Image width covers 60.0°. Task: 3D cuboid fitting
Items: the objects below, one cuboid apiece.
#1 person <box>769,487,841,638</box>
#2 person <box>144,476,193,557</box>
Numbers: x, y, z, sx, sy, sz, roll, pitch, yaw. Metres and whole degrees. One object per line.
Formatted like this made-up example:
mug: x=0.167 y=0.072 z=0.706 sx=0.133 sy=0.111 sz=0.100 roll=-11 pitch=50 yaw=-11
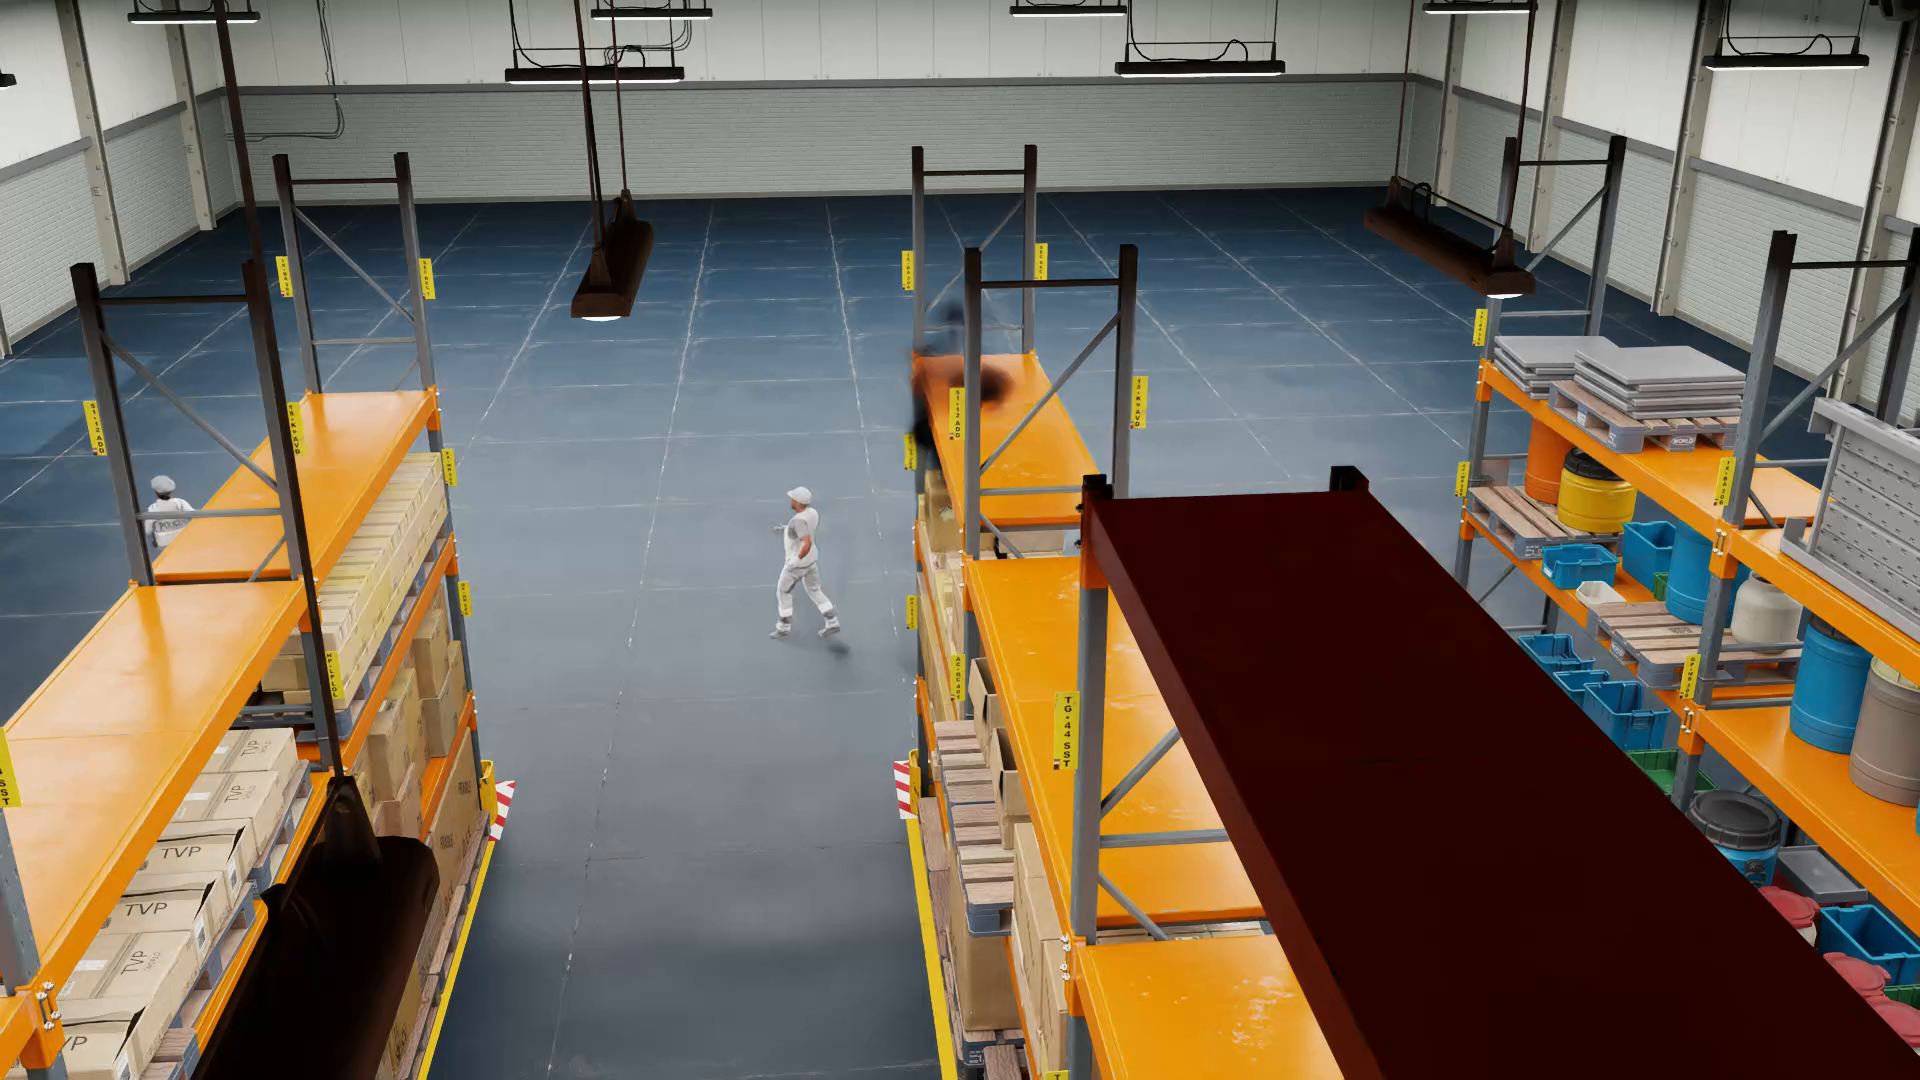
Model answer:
person: x=-1.746 y=0.284 z=18.450 sx=0.862 sy=1.835 sz=0.653 roll=10 pitch=24 yaw=25
person: x=-9.101 y=0.054 z=19.233 sx=0.823 sy=1.665 sz=0.626 roll=19 pitch=29 yaw=40
